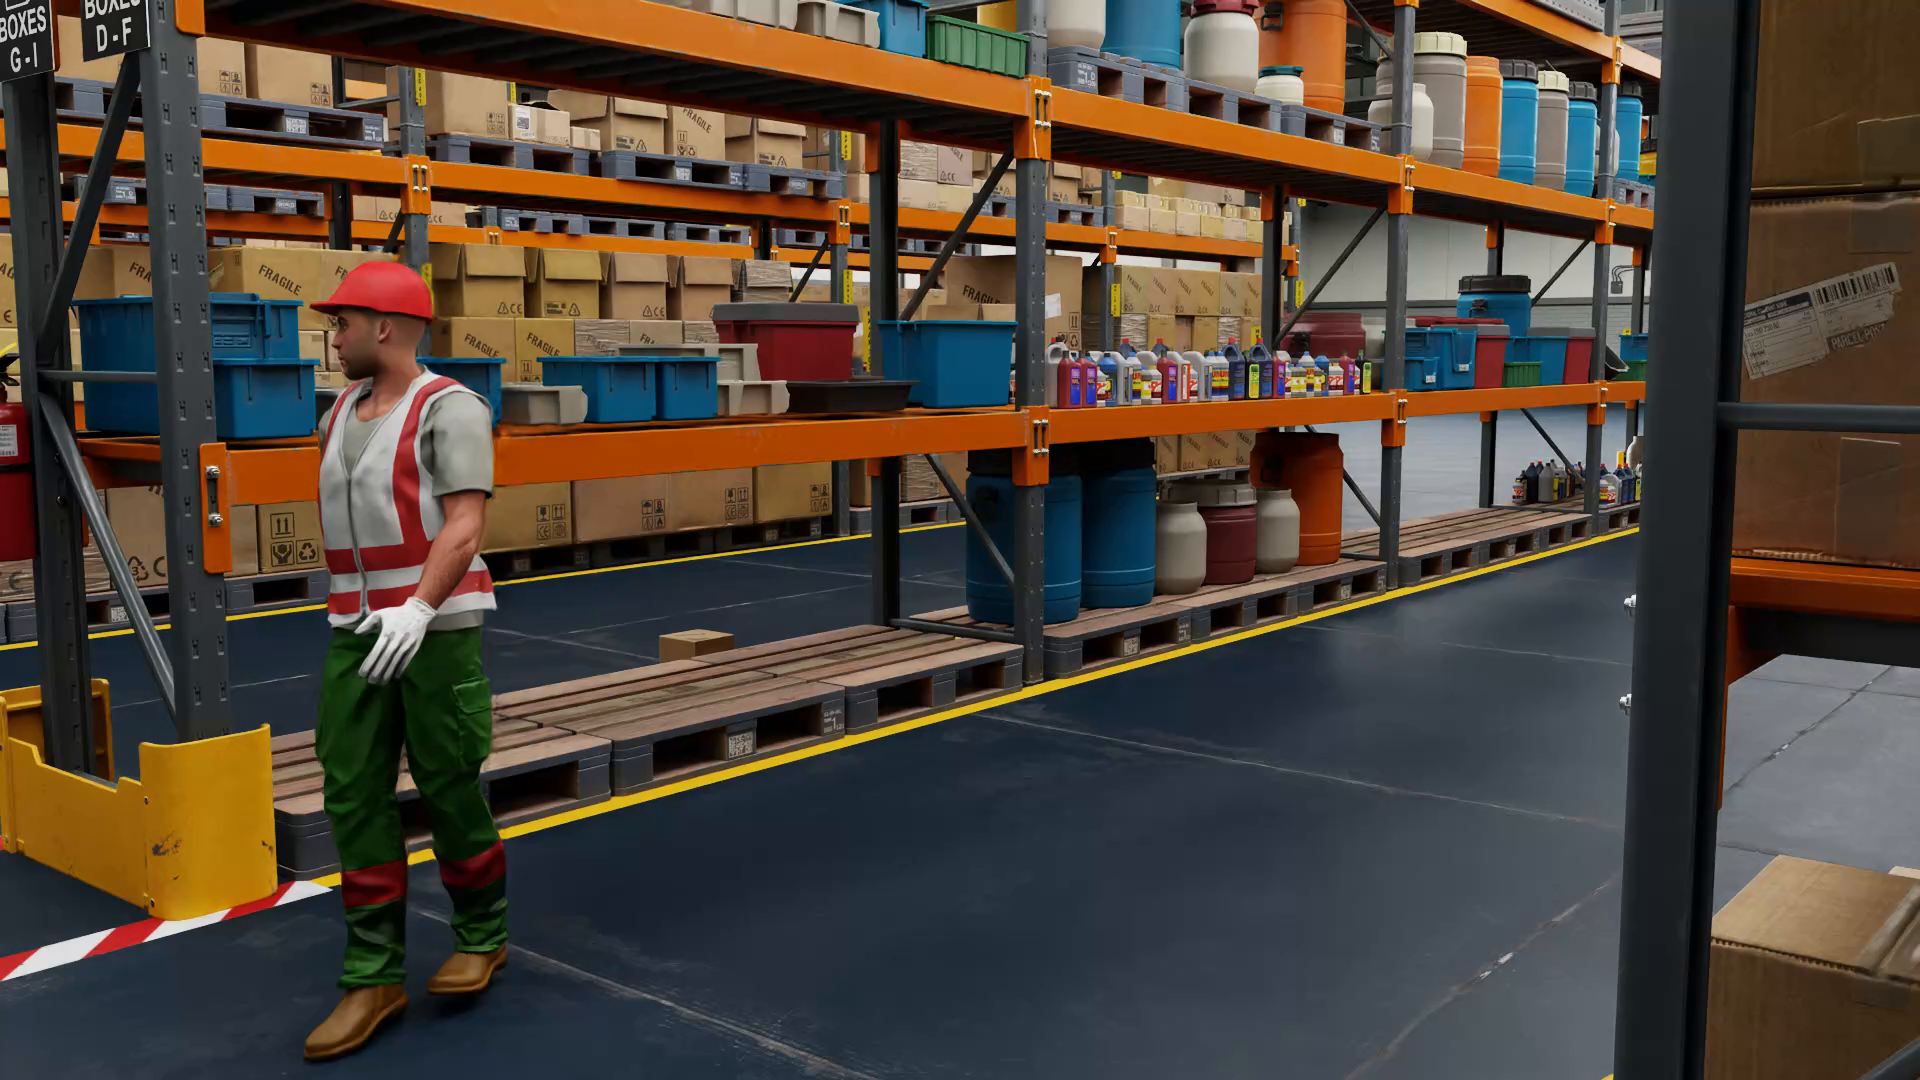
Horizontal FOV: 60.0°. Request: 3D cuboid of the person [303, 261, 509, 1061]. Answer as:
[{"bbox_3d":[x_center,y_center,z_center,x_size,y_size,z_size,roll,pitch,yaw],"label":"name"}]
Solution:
[{"bbox_3d":[-1.390,0.246,3.918,0.553,1.799,0.602,3,7,23],"label":"person"}]
